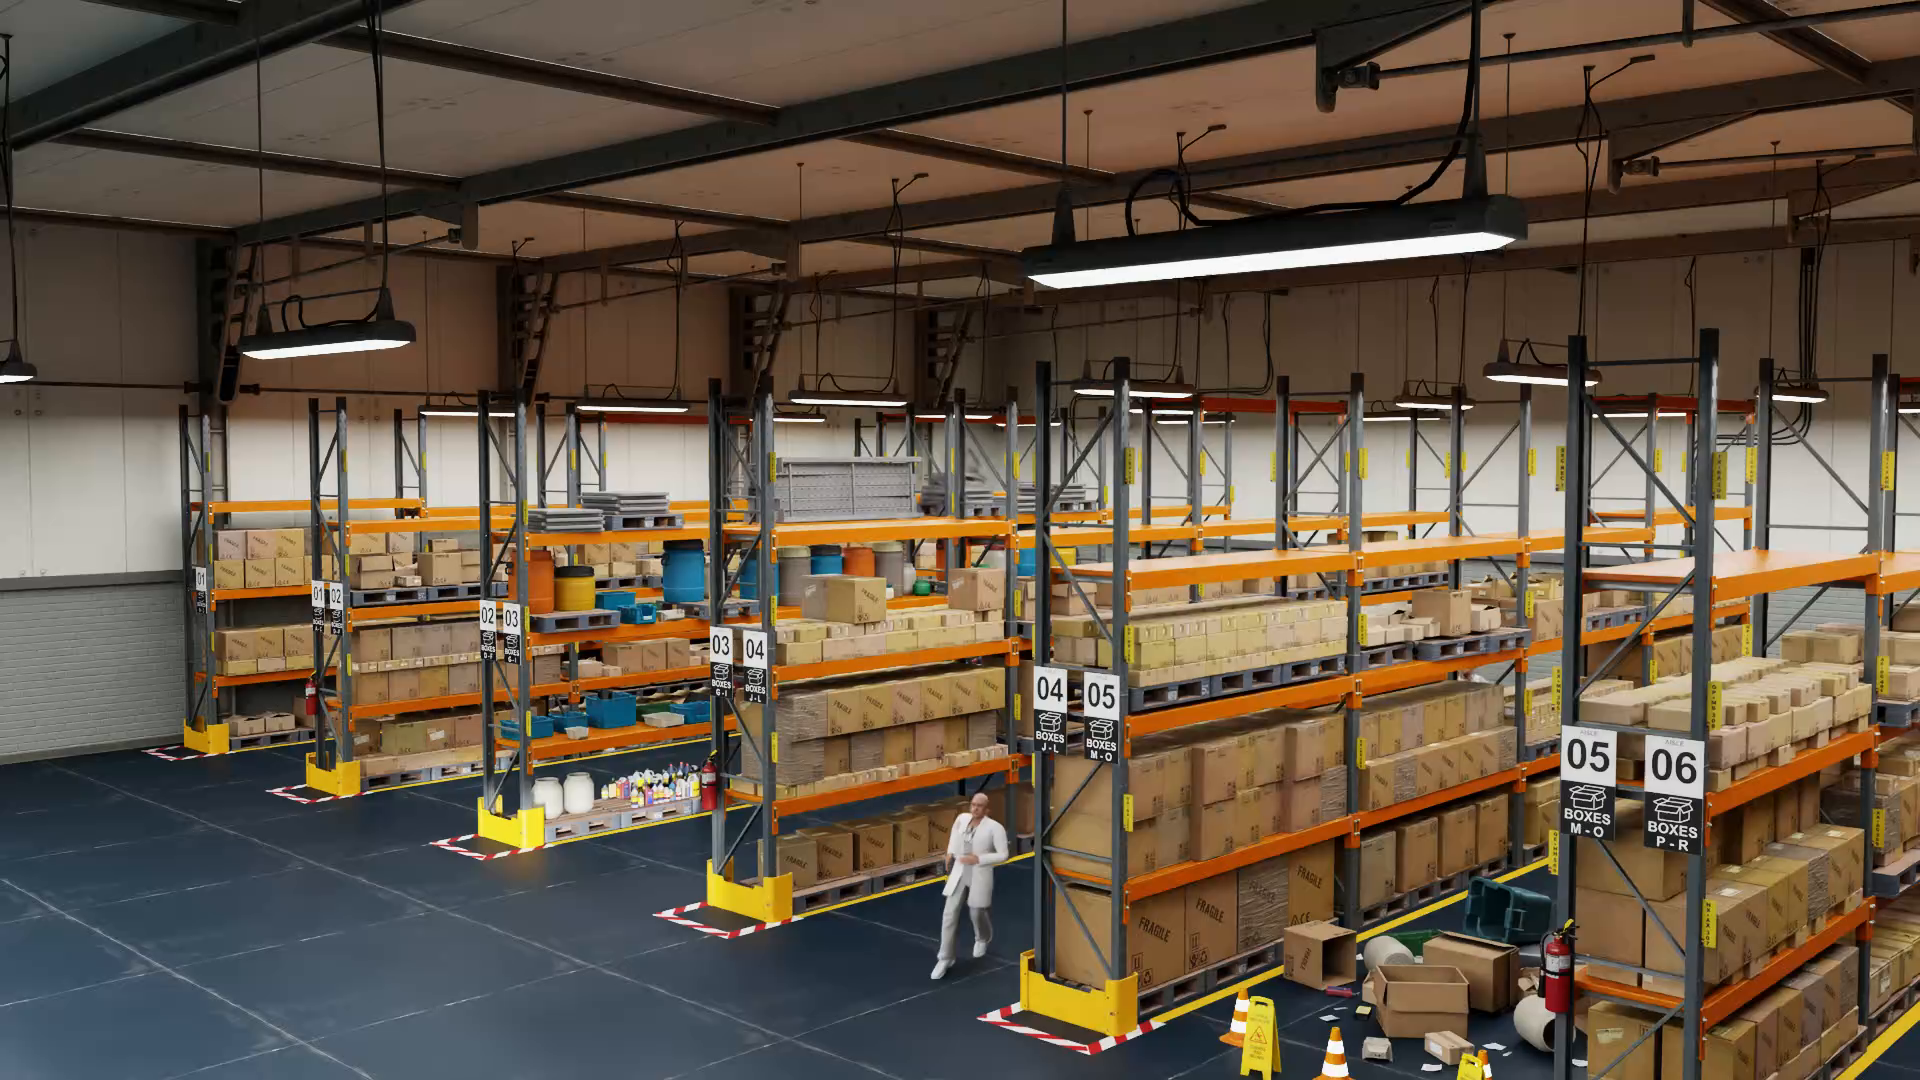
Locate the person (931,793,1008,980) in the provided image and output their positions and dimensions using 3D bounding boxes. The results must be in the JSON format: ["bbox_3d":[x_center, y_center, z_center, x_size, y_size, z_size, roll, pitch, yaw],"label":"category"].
[{"bbox_3d":[0.162,3.401,16.593,0.735,1.785,1.044,1,3,25],"label":"person"}]

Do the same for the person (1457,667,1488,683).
[{"bbox_3d":[8.352,2.840,27.342,0.657,1.803,0.885,2,4,37],"label":"person"}]
